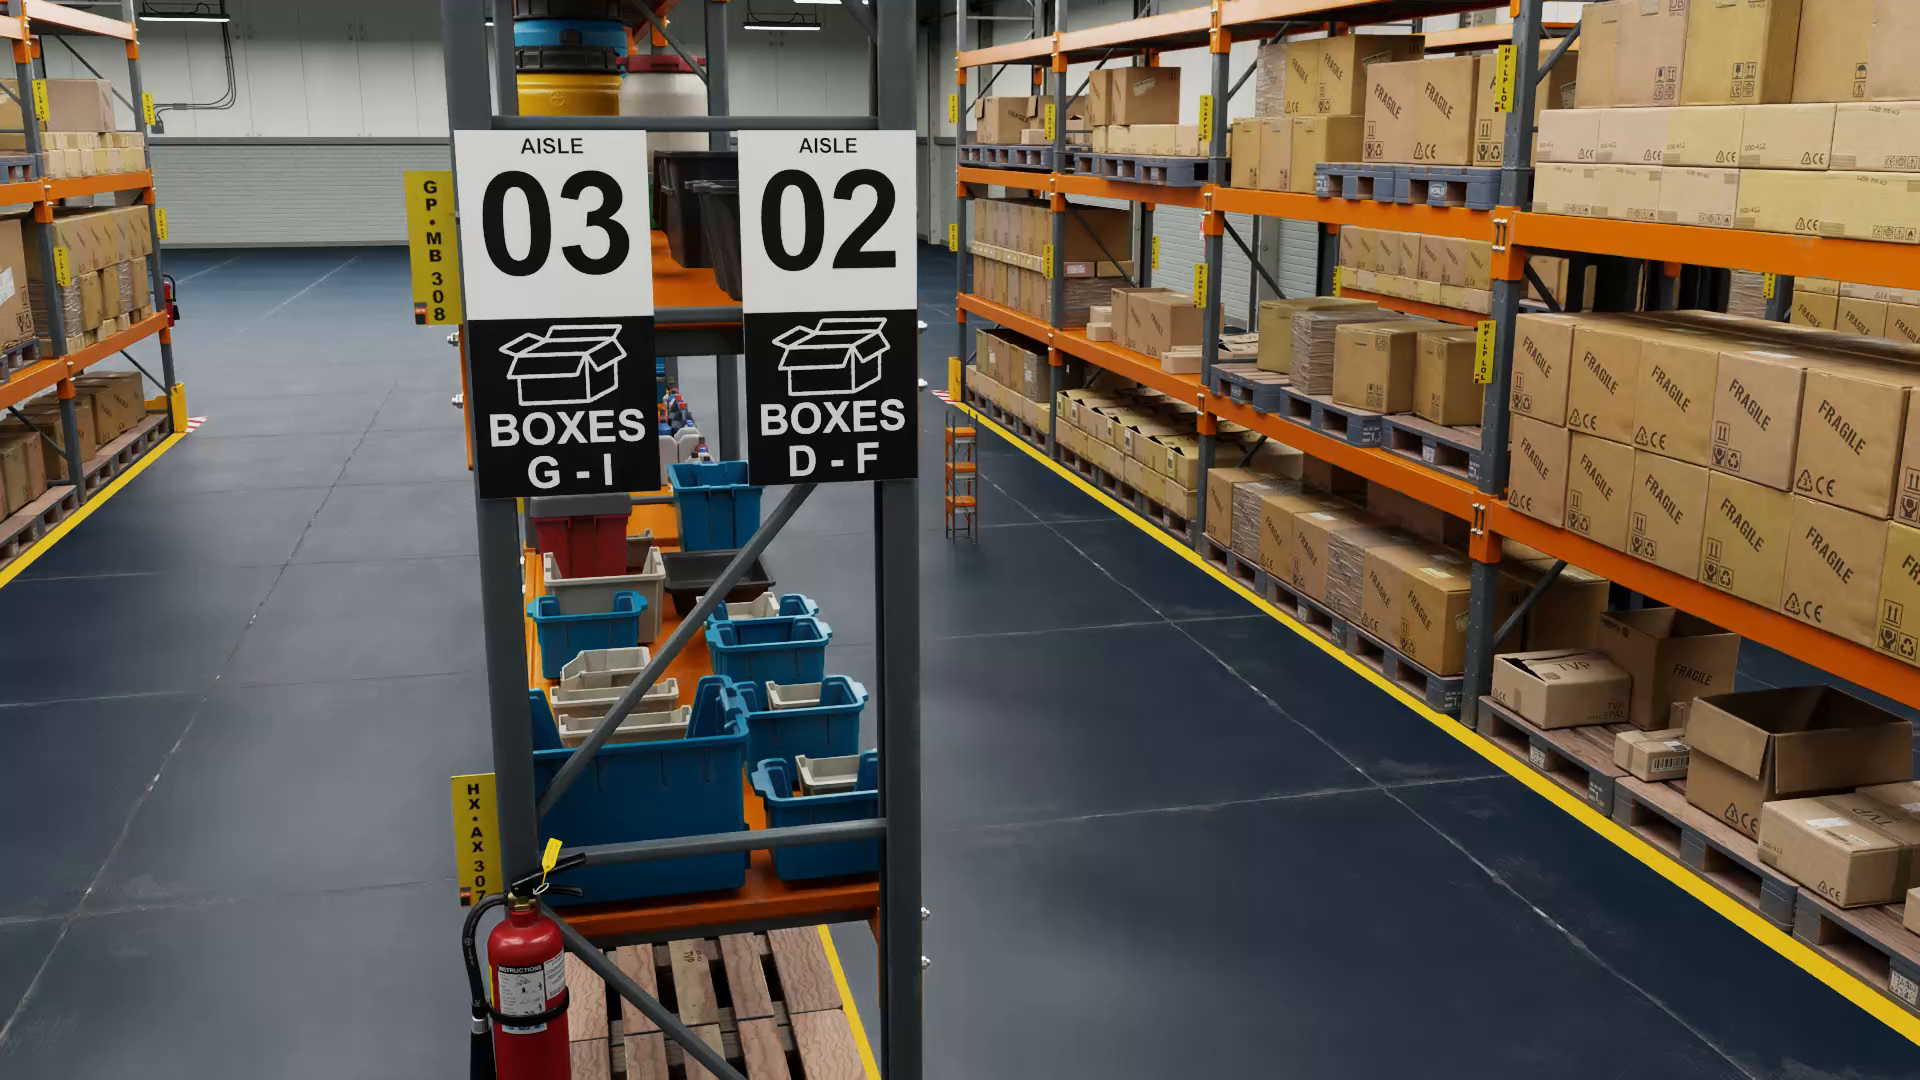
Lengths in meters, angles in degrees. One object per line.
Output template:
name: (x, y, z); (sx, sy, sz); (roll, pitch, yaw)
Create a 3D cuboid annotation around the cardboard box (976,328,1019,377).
cardboard box: (0.491, -2.200, 19.441); (0.500, 0.500, 0.500); (-3, 14, -13)

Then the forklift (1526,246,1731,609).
forklift: (4.802, -1.243, 12.341); (1.130, 2.935, 3.031); (-4, 14, -14)

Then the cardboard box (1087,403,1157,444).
cardboard box: (1.492, -1.093, 15.306); (0.500, 0.311, 0.500); (-4, 14, -15)

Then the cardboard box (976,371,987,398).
cardboard box: (0.493, -1.836, 19.531); (0.500, 0.250, 0.500); (-3, 14, -13)

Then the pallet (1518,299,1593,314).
pallet: (6.254, -2.296, 16.907); (1.003, 0.211, 1.213); (-3, 14, -13)

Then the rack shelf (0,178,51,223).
rack shelf: (-7.759, -2.391, 12.090); (1.077, 0.370, 4.000); (-3, 14, -13)

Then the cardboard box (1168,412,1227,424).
cardboard box: (2.133, -1.008, 14.962); (0.500, 0.311, 0.500); (-3, 14, -14)

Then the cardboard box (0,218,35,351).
cardboard box: (-8.178, -2.049, 13.346); (1.000, 1.000, 1.000); (-3, 14, -13)

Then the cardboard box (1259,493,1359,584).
cardboard box: (2.412, -0.016, 11.510); (0.500, 0.500, 0.500); (-3, 14, -14)

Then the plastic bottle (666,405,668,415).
plastic bottle: (-1.878, -0.829, 10.918); (0.097, 0.201, 0.097); (0, 14, 0)

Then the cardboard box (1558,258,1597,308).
cardboard box: (6.427, -2.587, 16.558); (0.700, 0.500, 0.500); (-2, 14, -7)

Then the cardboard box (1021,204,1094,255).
cardboard box: (1.054, -3.309, 17.707); (0.700, 0.500, 0.500); (-3, 14, -13)

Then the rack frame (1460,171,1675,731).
rack frame: (3.281, -0.451, 8.952); (1.000, 3.000, 0.127); (-3, 14, -13)

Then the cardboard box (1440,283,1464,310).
cardboard box: (5.701, -2.718, 18.505); (0.500, 0.250, 0.500); (-3, 14, -13)

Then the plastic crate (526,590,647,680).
plastic crate: (-1.327, 0.340, 5.941); (0.416, 0.233, 0.300); (-3, 14, -13)

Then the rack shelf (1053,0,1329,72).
rack shelf: (1.871, -4.205, 14.038); (1.077, 0.370, 4.000); (-3, 14, -13)

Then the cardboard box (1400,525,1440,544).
cardboard box: (3.158, 0.187, 10.683); (0.500, 0.500, 0.500); (-3, 14, -13)

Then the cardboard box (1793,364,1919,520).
cardboard box: (3.602, -0.385, 6.367); (0.500, 0.500, 0.500); (-3, 14, -12)

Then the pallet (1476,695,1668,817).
pallet: (3.441, 1.062, 8.634); (1.003, 0.211, 1.213); (-3, 14, -13)

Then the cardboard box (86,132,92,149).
cardboard box: (-8.442, -3.771, 15.699); (0.380, 0.149, 0.250); (-3, 14, -12)

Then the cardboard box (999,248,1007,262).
cardboard box: (0.650, -3.183, 18.559); (0.380, 0.149, 0.250); (-3, 14, -14)

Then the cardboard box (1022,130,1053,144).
cardboard box: (0.853, -4.166, 17.190); (0.380, 0.149, 0.250); (-3, 14, -13)

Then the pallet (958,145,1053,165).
pallet: (0.603, -4.469, 19.264); (1.003, 0.211, 1.213); (-3, 14, -13)

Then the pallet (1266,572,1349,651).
pallet: (2.763, 0.436, 11.196); (1.003, 0.211, 1.213); (-3, 14, -13)

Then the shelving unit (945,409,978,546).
shelving unit: (0.013, -0.498, 13.252); (0.215, 1.050, 0.252); (-3, 14, -13)

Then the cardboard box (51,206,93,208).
cardboard box: (-9.304, -3.204, 17.279); (0.500, 0.500, 0.500); (-3, 14, -13)

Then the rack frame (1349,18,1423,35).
rack frame: (5.277, -6.410, 20.704); (1.000, 3.000, 0.127); (-3, 14, -13)

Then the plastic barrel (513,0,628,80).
plastic barrel: (-2.085, -2.465, 8.936); (0.600, 0.901, 0.708); (-3, 14, -13)

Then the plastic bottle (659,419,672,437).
plastic bottle: (-1.732, -0.573, 9.724); (0.097, 0.271, 0.097); (0, 14, 0)

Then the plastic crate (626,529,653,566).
plastic crate: (-1.565, 0.039, 7.377); (0.396, 0.136, 0.243); (-3, 14, -13)

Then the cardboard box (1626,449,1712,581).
cardboard box: (3.374, -0.133, 7.441); (0.500, 0.500, 0.500); (-3, 14, -13)

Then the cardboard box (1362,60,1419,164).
cardboard box: (2.918, -2.637, 10.273); (0.600, 0.600, 0.600); (-4, 14, -15)

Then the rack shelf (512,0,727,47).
rack shelf: (-2.005, -3.007, 9.134); (1.077, 0.370, 4.000); (-3, 14, -13)

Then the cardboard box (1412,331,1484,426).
cardboard box: (3.164, -0.980, 10.023); (0.700, 0.500, 0.500); (-1, 14, -4)

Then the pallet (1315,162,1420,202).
pallet: (2.949, -2.210, 10.228); (1.213, 0.211, 1.003); (-3, 14, -13)

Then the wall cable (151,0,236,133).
wall cable: (-21.558, -14.393, 46.213); (2.305, 6.003, 0.169); (-3, 14, -13)

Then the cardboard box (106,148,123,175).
cardboard box: (-8.575, -3.721, 16.334); (0.500, 0.250, 0.500); (-3, 14, -12)

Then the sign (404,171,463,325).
sign: (-1.127, -0.625, 3.564); (0.100, 0.325, 0.005); (-3, 14, -13)

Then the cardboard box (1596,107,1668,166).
cardboard box: (3.272, -1.837, 7.567); (0.500, 0.250, 0.500); (-3, 14, -13)

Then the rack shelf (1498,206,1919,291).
rack shelf: (3.750, -1.097, 6.792); (1.077, 0.370, 4.000); (-3, 14, -13)

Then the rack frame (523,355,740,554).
rack frame: (-1.535, -0.175, 7.825); (1.000, 3.000, 0.127); (-3, 14, -13)

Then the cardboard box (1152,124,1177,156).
cardboard box: (1.916, -3.316, 13.790); (0.500, 0.250, 0.500); (-4, 14, -14)

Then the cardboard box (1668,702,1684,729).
cardboard box: (3.836, 0.919, 8.424); (0.380, 0.149, 0.250); (-3, 14, -13)

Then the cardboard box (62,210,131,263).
cardboard box: (-8.560, -3.003, 16.454); (0.500, 0.500, 0.500); (-3, 14, -13)

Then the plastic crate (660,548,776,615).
plastic crate: (-1.011, 0.172, 6.855); (0.437, 0.125, 0.590); (-3, 14, -13)

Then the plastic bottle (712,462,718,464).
plastic bottle: (-1.238, -0.258, 8.408); (0.061, 0.283, 0.133); (-3, 14, -13)

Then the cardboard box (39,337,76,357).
cardboard box: (-7.987, -1.689, 14.551); (0.380, 0.149, 0.250); (-3, 14, -13)

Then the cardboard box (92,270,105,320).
cardboard box: (-8.573, -2.272, 15.570); (0.875, 0.500, 0.500); (-3, 14, -13)

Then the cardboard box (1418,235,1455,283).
cardboard box: (5.574, -3.198, 18.890); (0.500, 0.500, 0.500); (-4, 14, -15)

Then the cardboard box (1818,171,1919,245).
cardboard box: (3.606, -1.247, 6.205); (0.500, 0.250, 0.500); (-3, 14, -13)

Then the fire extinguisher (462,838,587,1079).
fire extinguisher: (-1.002, 1.026, 3.855); (0.296, 0.674, 0.183); (-3, 14, -13)

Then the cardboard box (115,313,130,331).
cardboard box: (-8.446, -2.151, 16.442); (0.380, 0.149, 0.250); (-3, 14, -13)

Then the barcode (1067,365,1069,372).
barcode: (1.057, -1.680, 16.300); (0.001, 0.075, 0.075); (-3, 14, -13)

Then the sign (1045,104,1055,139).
sign: (0.863, -4.012, 15.951); (0.100, 0.325, 0.005); (-3, 14, -13)

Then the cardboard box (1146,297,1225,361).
cardboard box: (1.931, -1.808, 14.297); (0.500, 0.500, 0.500); (-4, 14, -16)

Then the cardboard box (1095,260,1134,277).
cardboard box: (1.527, -2.733, 16.715); (0.380, 0.149, 0.250); (-3, 14, -13)

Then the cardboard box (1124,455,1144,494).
cardboard box: (1.741, -0.584, 14.408); (0.500, 0.250, 0.500); (-3, 14, -12)
